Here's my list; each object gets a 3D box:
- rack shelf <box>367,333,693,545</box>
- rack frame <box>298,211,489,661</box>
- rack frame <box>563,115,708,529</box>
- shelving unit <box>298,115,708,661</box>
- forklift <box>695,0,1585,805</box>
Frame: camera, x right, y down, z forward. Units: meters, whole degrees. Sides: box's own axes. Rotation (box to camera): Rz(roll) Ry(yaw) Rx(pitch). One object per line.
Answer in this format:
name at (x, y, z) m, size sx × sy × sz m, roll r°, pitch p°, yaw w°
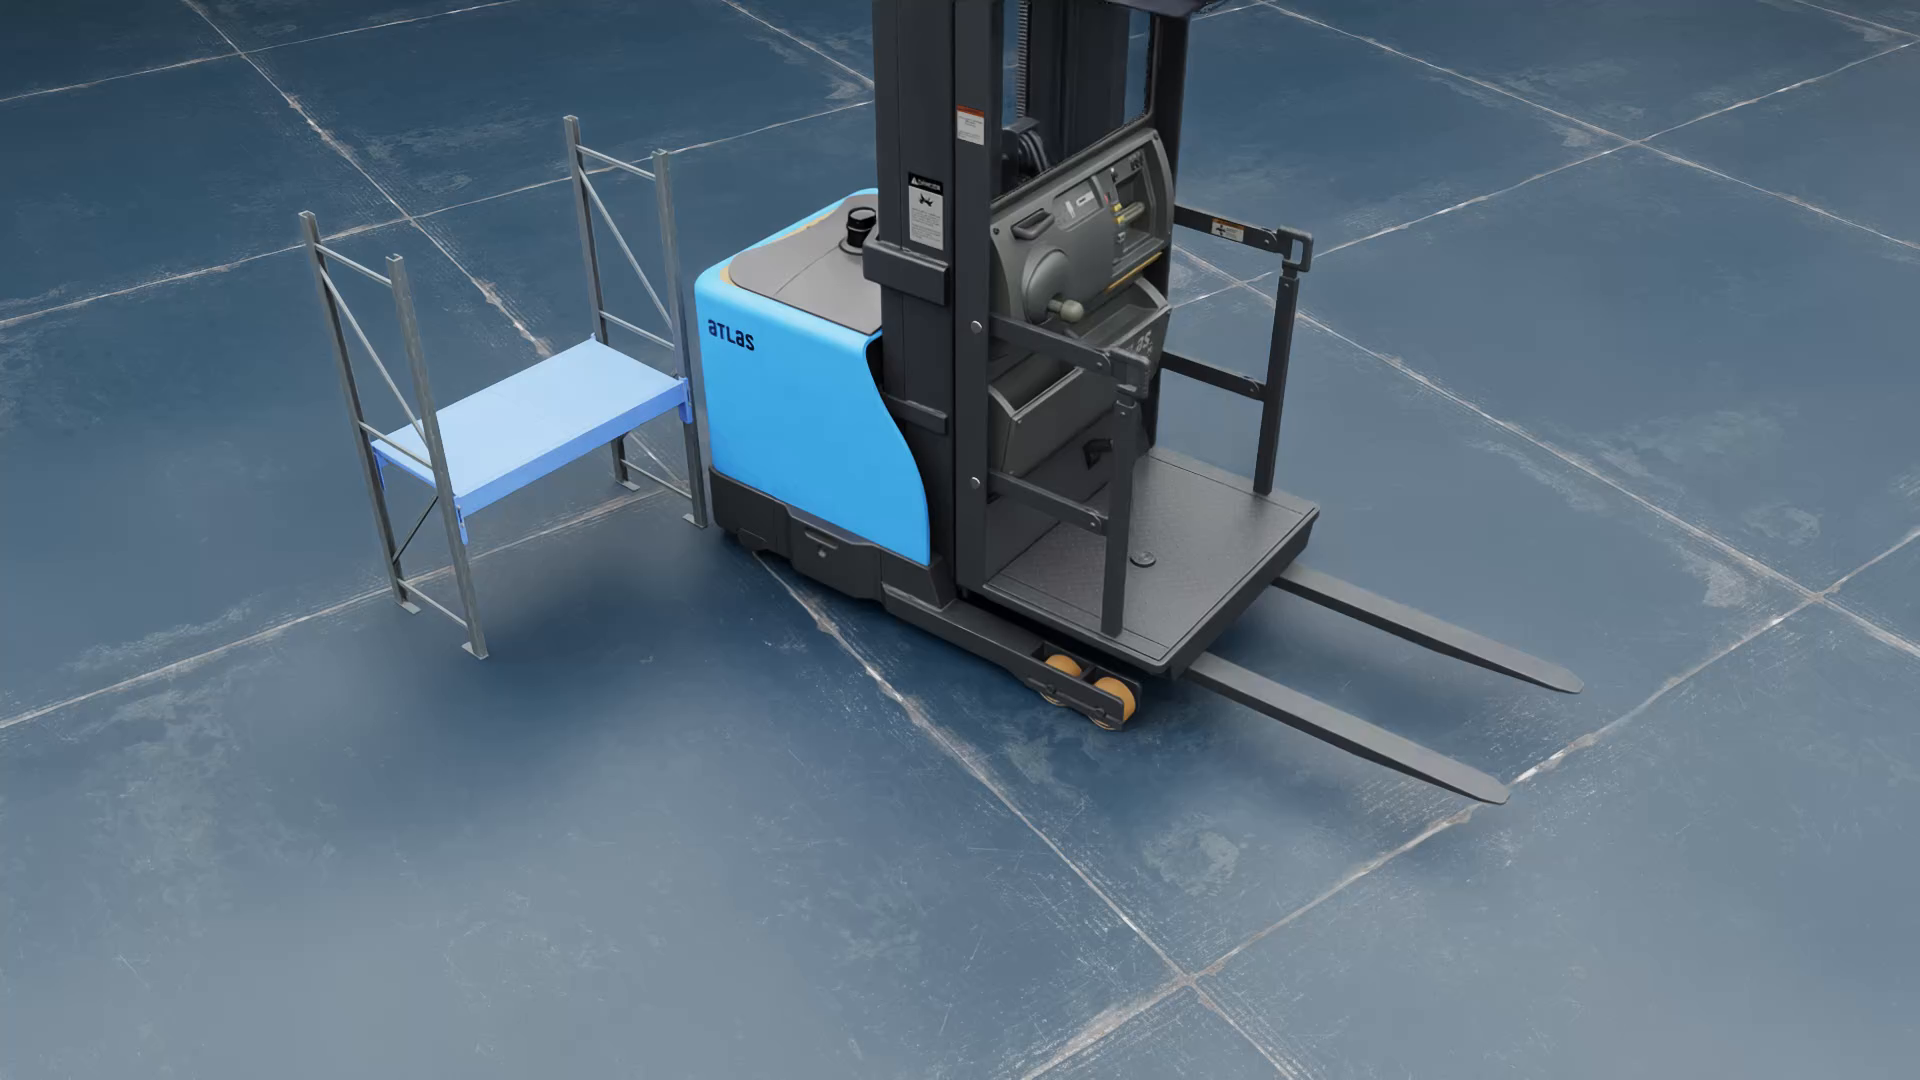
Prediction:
rack shelf at (-1.487, -0.378, 5.799) m, size 0.538 × 0.185 × 1.000 m, roll 26°, pitch 43°, yaw 32°
rack frame at (-1.815, -0.297, 5.378) m, size 0.500 × 1.500 × 0.032 m, roll 26°, pitch 43°, yaw 32°
rack frame at (-1.158, -0.750, 6.009) m, size 0.500 × 1.500 × 0.032 m, roll 26°, pitch 43°, yaw 32°
shelving unit at (-1.487, -0.524, 5.694) m, size 0.538 × 1.500 × 1.048 m, roll 26°, pitch 43°, yaw 32°
forklift at (0.558, -0.930, 5.032) m, size 3.031 × 2.935 × 1.130 m, roll 24°, pitch 42°, yaw 29°
